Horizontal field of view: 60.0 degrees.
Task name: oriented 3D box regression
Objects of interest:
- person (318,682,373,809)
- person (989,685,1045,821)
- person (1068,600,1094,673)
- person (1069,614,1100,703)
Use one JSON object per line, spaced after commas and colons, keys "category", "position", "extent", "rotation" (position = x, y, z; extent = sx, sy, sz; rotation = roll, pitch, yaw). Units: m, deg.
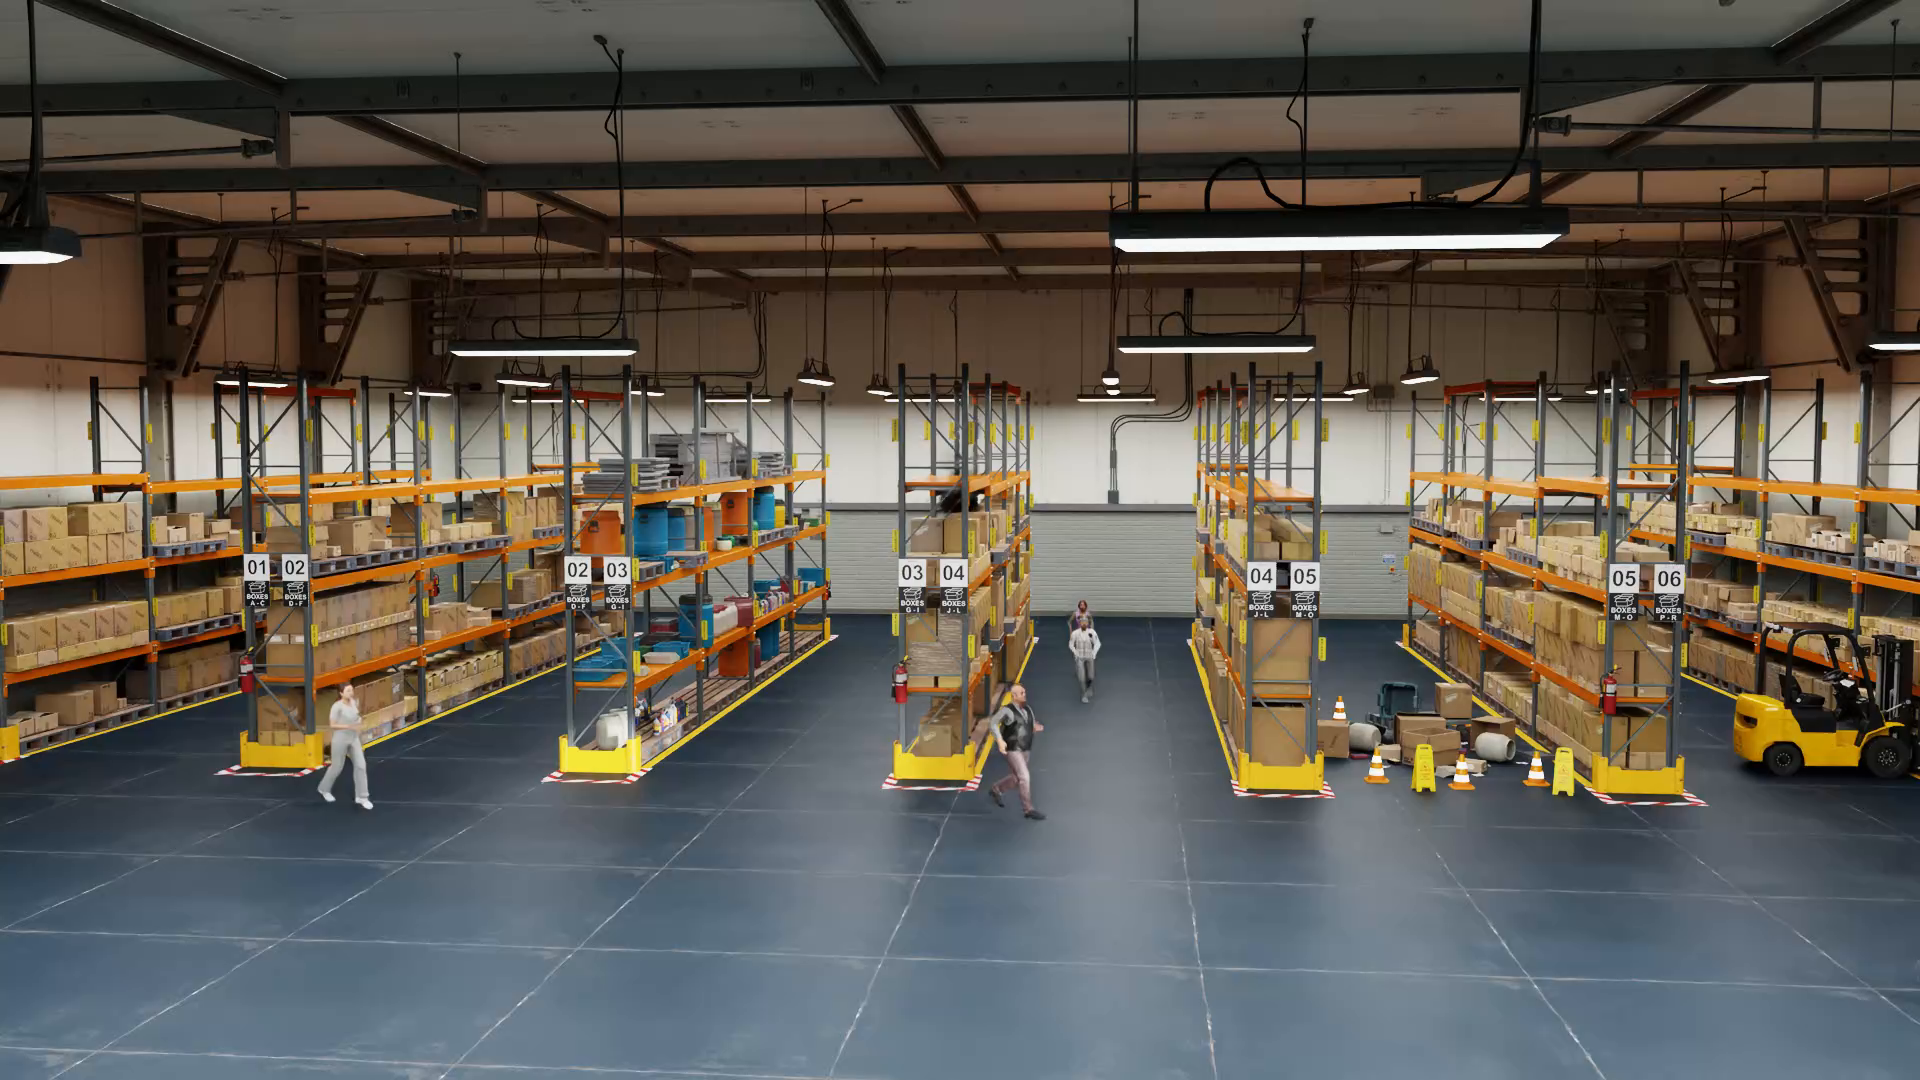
{"category": "person", "position": [-8.252, 2.726, 22.266], "extent": [0.927, 1.682, 0.529], "rotation": [2, 4, 32]}
{"category": "person", "position": [0.721, 2.732, 21.597], "extent": [0.952, 1.705, 0.657], "rotation": [3, 5, 38]}
{"category": "person", "position": [2.500, 2.015, 34.187], "extent": [0.522, 1.563, 0.597], "rotation": [0, 4, -3]}
{"category": "person", "position": [2.315, 2.194, 30.851], "extent": [0.592, 1.651, 0.519], "rotation": [0, 4, 2]}
